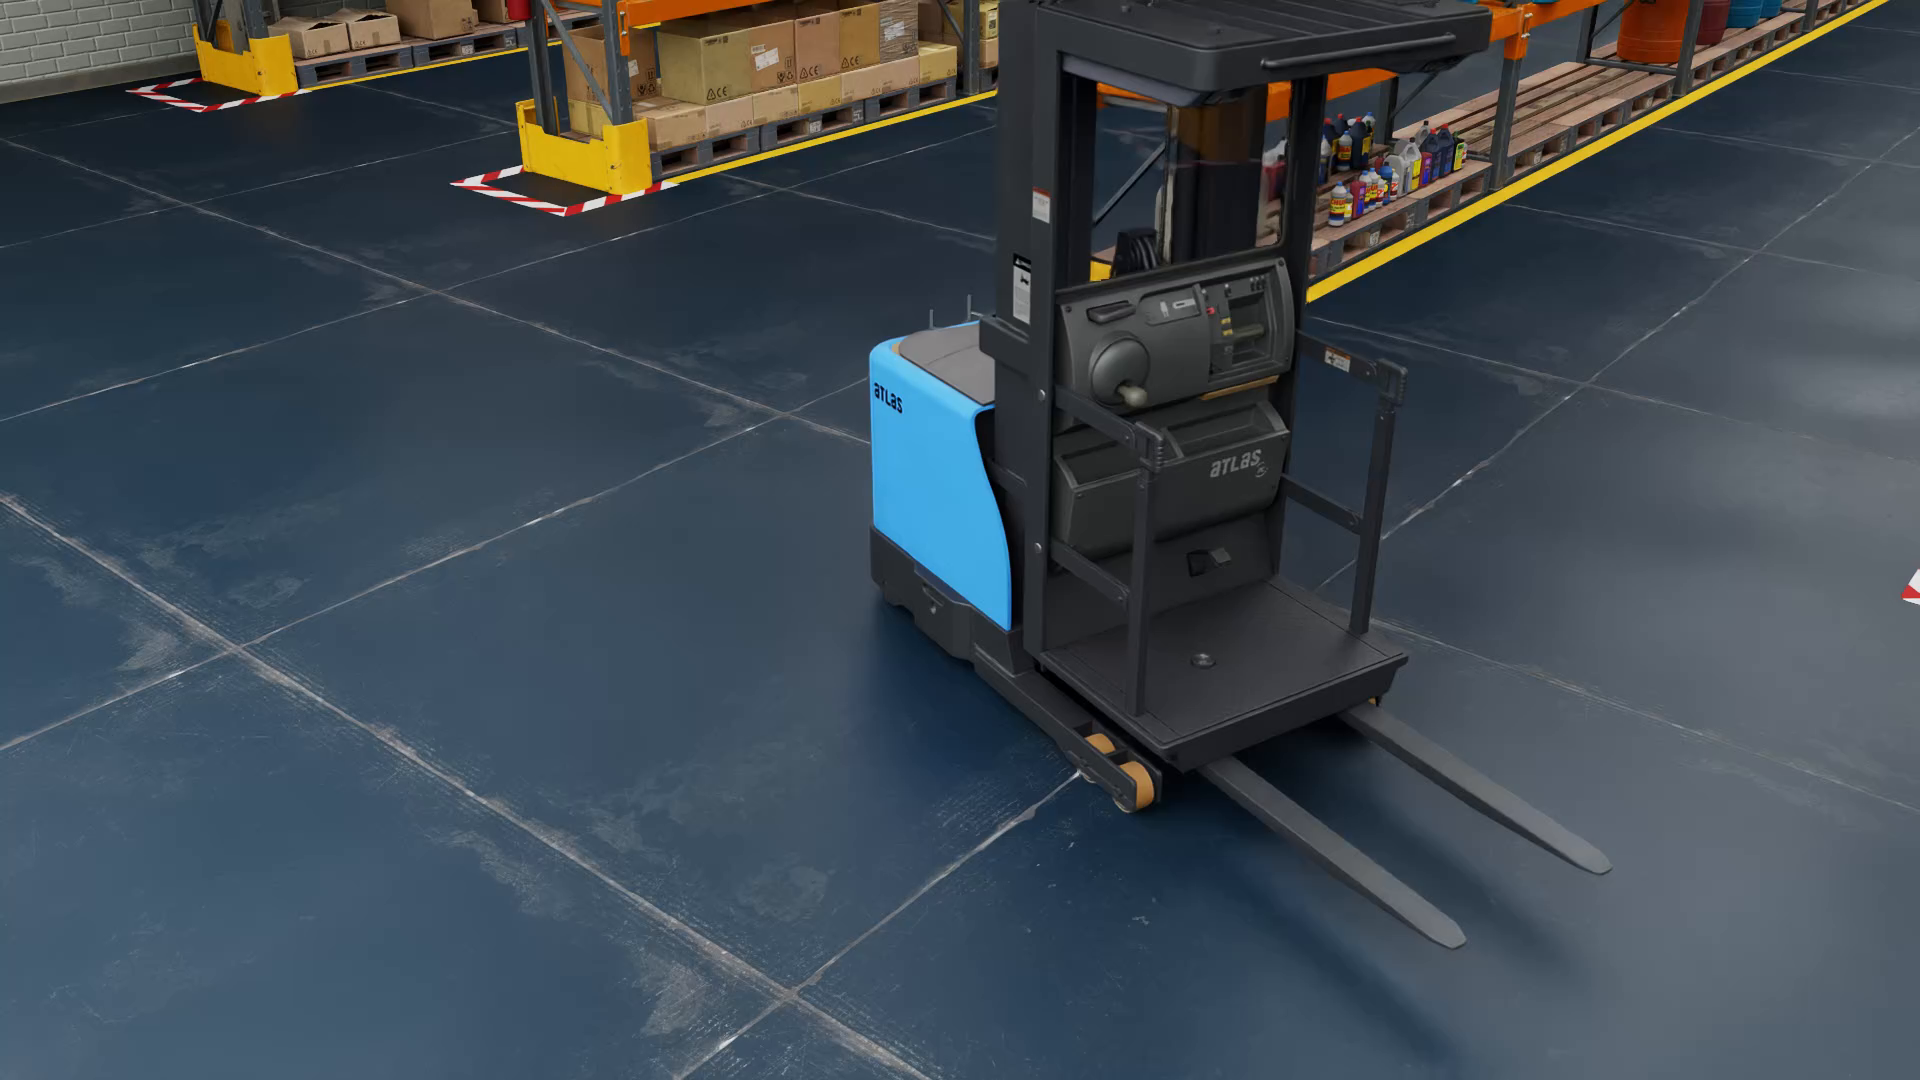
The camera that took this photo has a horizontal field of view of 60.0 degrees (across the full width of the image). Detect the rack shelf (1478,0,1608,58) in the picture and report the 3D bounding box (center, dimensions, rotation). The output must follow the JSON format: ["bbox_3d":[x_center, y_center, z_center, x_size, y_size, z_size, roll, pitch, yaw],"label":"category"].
[{"bbox_3d":[4.842,-4.429,13.330,1.077,0.370,4.000,21,34,34],"label":"rack shelf"}]

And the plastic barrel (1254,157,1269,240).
[{"bbox_3d":[1.704,-2.136,10.366,0.421,0.512,0.421,0,27,0],"label":"plastic barrel"}]

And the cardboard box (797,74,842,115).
[{"bbox_3d":[-1.326,-3.692,13.658,0.500,0.250,0.500,21,34,34],"label":"cardboard box"}]

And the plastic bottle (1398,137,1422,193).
[{"bbox_3d":[3.055,-2.564,11.345,0.144,0.351,0.185,21,34,34],"label":"plastic bottle"}]

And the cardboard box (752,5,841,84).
[{"bbox_3d":[-1.325,-4.025,13.485,0.500,0.500,0.500,21,34,34],"label":"cardboard box"}]

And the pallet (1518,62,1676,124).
[{"bbox_3d":[5.591,-3.956,14.668,1.003,0.211,1.213,21,34,34],"label":"pallet"}]

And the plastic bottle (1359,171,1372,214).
[{"bbox_3d":[2.637,-2.278,10.880,0.097,0.271,0.097,0,27,0],"label":"plastic bottle"}]

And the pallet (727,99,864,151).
[{"bbox_3d":[-1.564,-3.546,13.875,1.003,0.211,1.213,21,34,34],"label":"pallet"}]

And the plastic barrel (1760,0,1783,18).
[{"bbox_3d":[8.299,-5.943,17.300,0.600,0.901,0.708,21,34,34],"label":"plastic barrel"}]

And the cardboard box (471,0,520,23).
[{"bbox_3d":[-4.704,-5.641,17.131,0.500,0.500,0.500,18,32,31],"label":"cardboard box"}]

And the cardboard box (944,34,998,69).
[{"bbox_3d":[0.198,-4.525,15.267,0.500,0.250,0.500,20,33,33],"label":"cardboard box"}]

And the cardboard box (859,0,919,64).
[{"bbox_3d":[-0.703,-4.385,14.181,0.500,0.500,0.500,21,34,34],"label":"cardboard box"}]

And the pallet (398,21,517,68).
[{"bbox_3d":[-5.250,-5.014,16.712,1.003,0.211,1.213,21,34,34],"label":"pallet"}]

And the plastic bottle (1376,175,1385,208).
[{"bbox_3d":[2.764,-2.318,11.033,0.097,0.201,0.097,0,27,0],"label":"plastic bottle"}]

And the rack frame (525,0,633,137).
[{"bbox_3d":[-2.794,-4.071,11.854,1.000,3.000,0.127,21,34,34],"label":"rack frame"}]

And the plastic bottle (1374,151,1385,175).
[{"bbox_3d":[2.866,-2.508,11.311,0.061,0.283,0.133,21,34,34],"label":"plastic bottle"}]

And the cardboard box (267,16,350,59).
[{"bbox_3d":[-6.109,-4.737,15.590,0.500,0.311,0.500,17,32,29],"label":"cardboard box"}]

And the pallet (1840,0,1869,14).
[{"bbox_3d":[9.872,-6.344,19.284,1.003,0.211,1.213,21,34,34],"label":"pallet"}]

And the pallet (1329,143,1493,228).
[{"bbox_3d":[3.111,-2.575,11.998,1.003,0.211,1.213,21,34,34],"label":"pallet"}]

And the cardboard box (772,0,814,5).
[{"bbox_3d":[-1.422,-4.360,14.132,0.500,0.500,0.500,21,34,34],"label":"cardboard box"}]

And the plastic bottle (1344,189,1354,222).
[{"bbox_3d":[2.485,-2.163,10.732,0.097,0.201,0.097,0,27,0],"label":"plastic bottle"}]

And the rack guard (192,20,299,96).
[{"bbox_3d":[-6.571,-4.434,15.276,1.175,0.500,0.348,21,34,34],"label":"rack guard"}]

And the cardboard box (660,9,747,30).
[{"bbox_3d":[-2.058,-4.005,13.446,0.500,0.500,0.500,21,34,34],"label":"cardboard box"}]

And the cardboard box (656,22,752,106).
[{"bbox_3d":[-1.965,-3.672,12.803,0.500,0.500,0.500,21,34,34],"label":"cardboard box"}]

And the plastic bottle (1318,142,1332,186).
[{"bbox_3d":[2.476,-2.608,11.513,0.152,0.276,0.135,21,34,34],"label":"plastic bottle"}]

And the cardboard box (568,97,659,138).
[{"bbox_3d":[-2.681,-3.312,12.924,0.500,0.250,0.500,21,34,34],"label":"cardboard box"}]

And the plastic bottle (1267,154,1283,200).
[{"bbox_3d":[2.119,-2.440,11.180,0.061,0.283,0.133,21,34,34],"label":"plastic bottle"}]

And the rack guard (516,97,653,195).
[{"bbox_3d":[-2.809,-2.952,12.412,1.175,0.500,0.348,21,34,34],"label":"rack guard"}]

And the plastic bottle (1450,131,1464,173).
[{"bbox_3d":[3.518,-2.762,11.801,0.061,0.283,0.133,23,35,37],"label":"plastic bottle"}]

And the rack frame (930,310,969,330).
[{"bbox_3d":[-0.044,-0.442,6.962,0.200,1.050,0.008,21,34,34],"label":"rack frame"}]

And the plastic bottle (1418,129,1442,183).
[{"bbox_3d":[3.261,-2.678,11.566,0.144,0.351,0.185,19,33,32],"label":"plastic bottle"}]

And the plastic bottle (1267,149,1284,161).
[{"bbox_3d":[2.125,-2.517,11.336,0.152,0.276,0.135,20,33,33],"label":"plastic bottle"}]

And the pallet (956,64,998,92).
[{"bbox_3d":[0.189,-4.523,15.763,1.003,0.211,1.213,21,34,34],"label":"pallet"}]

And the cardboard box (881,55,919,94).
[{"bbox_3d":[-0.702,-4.051,14.352,0.500,0.250,0.500,21,34,34],"label":"cardboard box"}]

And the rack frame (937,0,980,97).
[{"bbox_3d":[-0.250,-5.489,14.595,1.000,3.000,0.127,21,34,34],"label":"rack frame"}]

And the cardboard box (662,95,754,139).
[{"bbox_3d":[-1.966,-3.339,12.976,0.500,0.250,0.500,21,34,34],"label":"cardboard box"}]

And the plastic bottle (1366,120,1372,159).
[{"bbox_3d":[2.927,-2.890,12.050,0.061,0.283,0.133,21,34,34],"label":"plastic bottle"}]

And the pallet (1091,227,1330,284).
[{"bbox_3d":[1.559,-1.710,10.326,1.003,0.211,1.213,21,34,34],"label":"pallet"}]

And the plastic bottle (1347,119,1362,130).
[{"bbox_3d":[2.844,-2.918,12.111,0.152,0.276,0.135,22,35,36],"label":"plastic bottle"}]

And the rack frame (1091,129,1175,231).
[{"bbox_3d":[1.026,-2.622,9.053,1.000,3.000,0.127,21,34,34],"label":"rack frame"}]

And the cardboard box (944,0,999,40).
[{"bbox_3d":[0.205,-4.777,15.144,0.500,0.311,0.500,21,34,35],"label":"cardboard box"}]

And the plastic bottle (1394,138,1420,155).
[{"bbox_3d":[3.130,-2.679,11.650,0.152,0.276,0.135,21,34,34],"label":"plastic bottle"}]

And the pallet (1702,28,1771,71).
[{"bbox_3d":[7.360,-4.942,16.573,1.003,0.211,1.213,21,34,34],"label":"pallet"}]

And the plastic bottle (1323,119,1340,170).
[{"bbox_3d":[2.616,-2.827,11.854,0.144,0.351,0.185,19,33,32],"label":"plastic bottle"}]

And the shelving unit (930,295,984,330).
[{"bbox_3d":[0.034,-0.485,7.045,0.215,1.050,0.252,21,34,34],"label":"shelving unit"}]

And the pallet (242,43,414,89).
[{"bbox_3d":[-6.027,-4.583,15.880,1.003,0.211,1.213,21,34,34],"label":"pallet"}]

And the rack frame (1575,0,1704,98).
[{"bbox_3d":[6.114,-5.458,14.536,1.000,3.000,0.127,21,34,34],"label":"rack frame"}]

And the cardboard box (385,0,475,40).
[{"bbox_3d":[-5.242,-5.269,16.412,0.700,0.500,0.500,18,33,31],"label":"cardboard box"}]

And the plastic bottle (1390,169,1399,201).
[{"bbox_3d":[2.895,-2.391,11.174,0.097,0.201,0.097,0,27,0],"label":"plastic bottle"}]

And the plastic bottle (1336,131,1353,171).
[{"bbox_3d":[2.737,-2.772,11.834,0.097,0.271,0.097,0,27,0],"label":"plastic bottle"}]

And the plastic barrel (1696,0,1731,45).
[{"bbox_3d":[7.131,-5.152,16.112,0.600,0.588,0.708,21,34,34],"label":"plastic barrel"}]

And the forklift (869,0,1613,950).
[{"bbox_3d":[0.842,-0.647,5.310,1.130,2.935,3.031,-16,31,-28],"label":"forklift"}]

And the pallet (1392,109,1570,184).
[{"bbox_3d":[4.039,-3.091,12.995,1.003,0.211,1.213,21,34,34],"label":"pallet"}]

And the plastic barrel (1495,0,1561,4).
[{"bbox_3d":[4.049,-4.311,11.773,0.600,0.901,0.708,21,34,34],"label":"plastic barrel"}]
